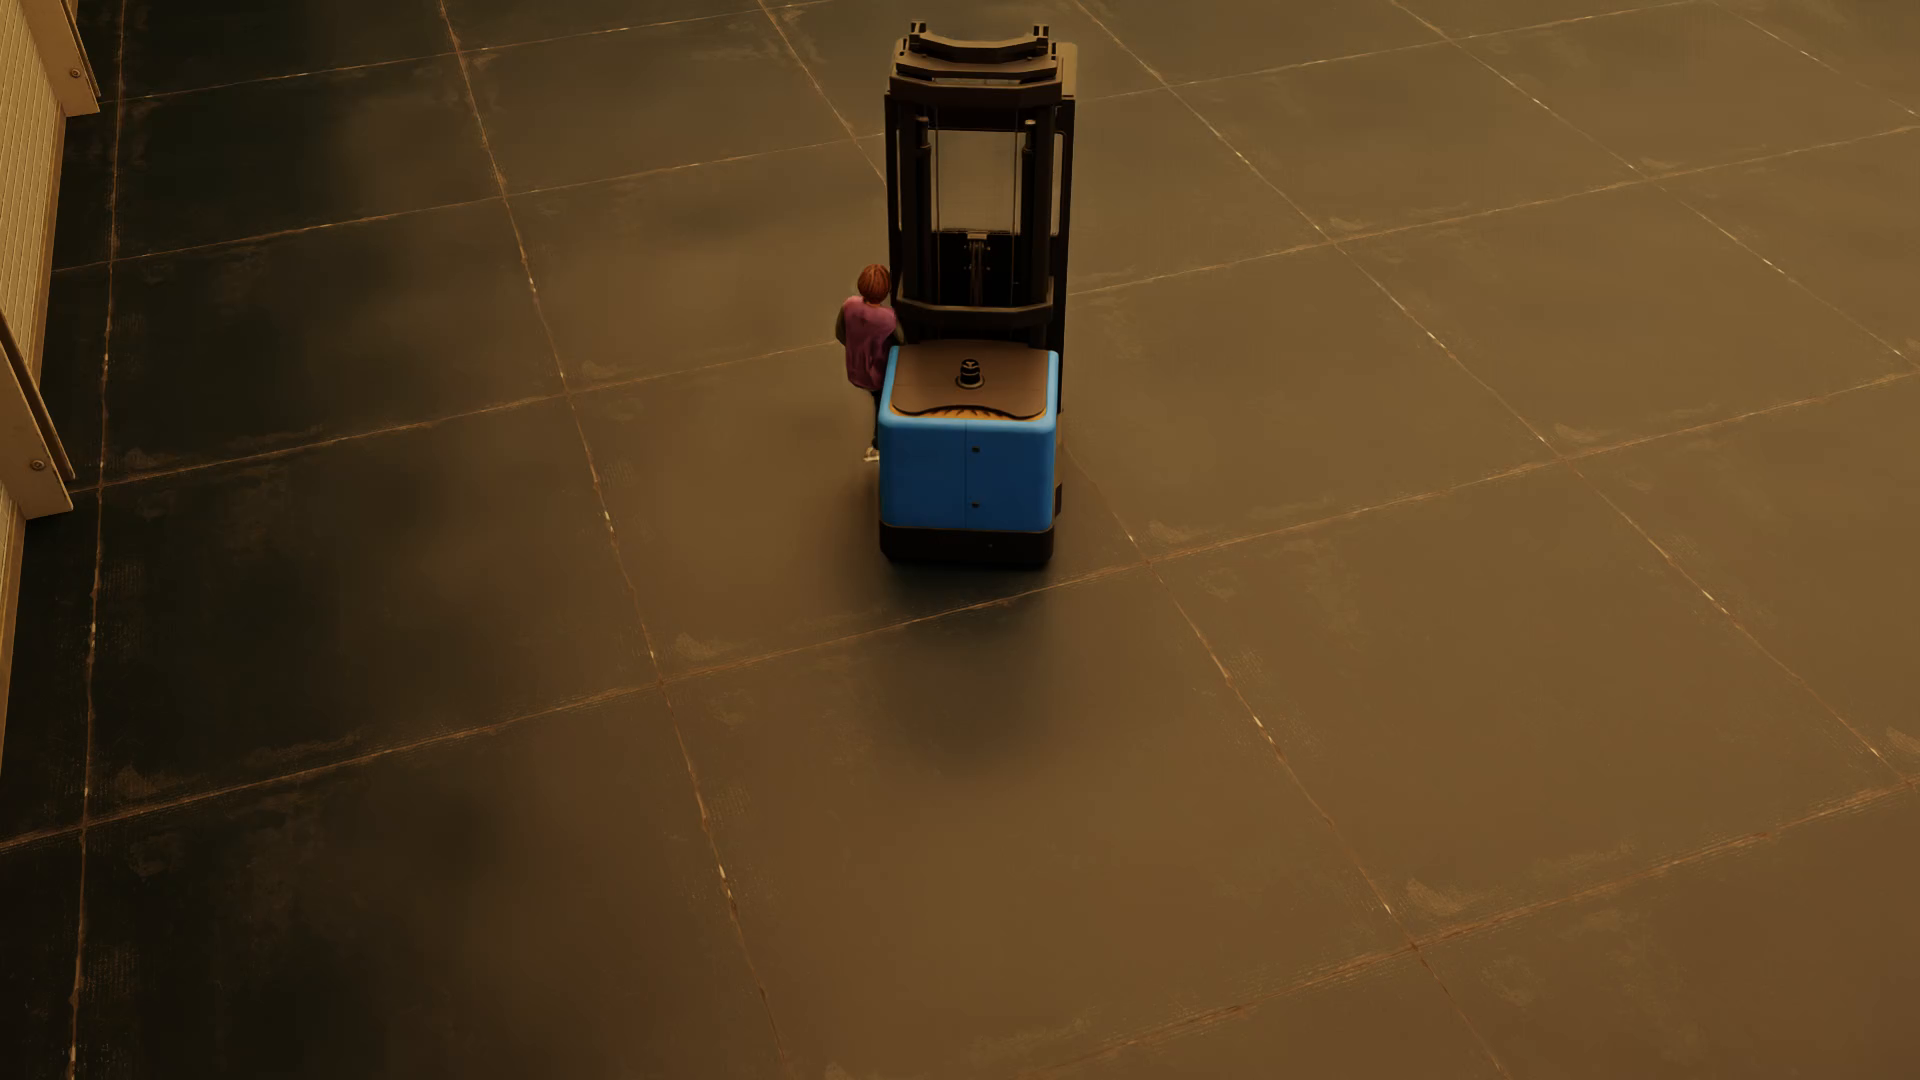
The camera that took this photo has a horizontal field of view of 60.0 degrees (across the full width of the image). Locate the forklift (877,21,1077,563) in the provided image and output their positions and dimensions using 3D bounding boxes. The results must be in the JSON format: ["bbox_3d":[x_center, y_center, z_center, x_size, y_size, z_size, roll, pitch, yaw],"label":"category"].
[{"bbox_3d":[0.130,-1.915,10.277,1.130,2.935,3.031,2,40,3],"label":"forklift"}]

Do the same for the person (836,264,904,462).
[{"bbox_3d":[-0.382,-1.136,10.429,0.654,1.493,0.645,23,45,25],"label":"person"}]
